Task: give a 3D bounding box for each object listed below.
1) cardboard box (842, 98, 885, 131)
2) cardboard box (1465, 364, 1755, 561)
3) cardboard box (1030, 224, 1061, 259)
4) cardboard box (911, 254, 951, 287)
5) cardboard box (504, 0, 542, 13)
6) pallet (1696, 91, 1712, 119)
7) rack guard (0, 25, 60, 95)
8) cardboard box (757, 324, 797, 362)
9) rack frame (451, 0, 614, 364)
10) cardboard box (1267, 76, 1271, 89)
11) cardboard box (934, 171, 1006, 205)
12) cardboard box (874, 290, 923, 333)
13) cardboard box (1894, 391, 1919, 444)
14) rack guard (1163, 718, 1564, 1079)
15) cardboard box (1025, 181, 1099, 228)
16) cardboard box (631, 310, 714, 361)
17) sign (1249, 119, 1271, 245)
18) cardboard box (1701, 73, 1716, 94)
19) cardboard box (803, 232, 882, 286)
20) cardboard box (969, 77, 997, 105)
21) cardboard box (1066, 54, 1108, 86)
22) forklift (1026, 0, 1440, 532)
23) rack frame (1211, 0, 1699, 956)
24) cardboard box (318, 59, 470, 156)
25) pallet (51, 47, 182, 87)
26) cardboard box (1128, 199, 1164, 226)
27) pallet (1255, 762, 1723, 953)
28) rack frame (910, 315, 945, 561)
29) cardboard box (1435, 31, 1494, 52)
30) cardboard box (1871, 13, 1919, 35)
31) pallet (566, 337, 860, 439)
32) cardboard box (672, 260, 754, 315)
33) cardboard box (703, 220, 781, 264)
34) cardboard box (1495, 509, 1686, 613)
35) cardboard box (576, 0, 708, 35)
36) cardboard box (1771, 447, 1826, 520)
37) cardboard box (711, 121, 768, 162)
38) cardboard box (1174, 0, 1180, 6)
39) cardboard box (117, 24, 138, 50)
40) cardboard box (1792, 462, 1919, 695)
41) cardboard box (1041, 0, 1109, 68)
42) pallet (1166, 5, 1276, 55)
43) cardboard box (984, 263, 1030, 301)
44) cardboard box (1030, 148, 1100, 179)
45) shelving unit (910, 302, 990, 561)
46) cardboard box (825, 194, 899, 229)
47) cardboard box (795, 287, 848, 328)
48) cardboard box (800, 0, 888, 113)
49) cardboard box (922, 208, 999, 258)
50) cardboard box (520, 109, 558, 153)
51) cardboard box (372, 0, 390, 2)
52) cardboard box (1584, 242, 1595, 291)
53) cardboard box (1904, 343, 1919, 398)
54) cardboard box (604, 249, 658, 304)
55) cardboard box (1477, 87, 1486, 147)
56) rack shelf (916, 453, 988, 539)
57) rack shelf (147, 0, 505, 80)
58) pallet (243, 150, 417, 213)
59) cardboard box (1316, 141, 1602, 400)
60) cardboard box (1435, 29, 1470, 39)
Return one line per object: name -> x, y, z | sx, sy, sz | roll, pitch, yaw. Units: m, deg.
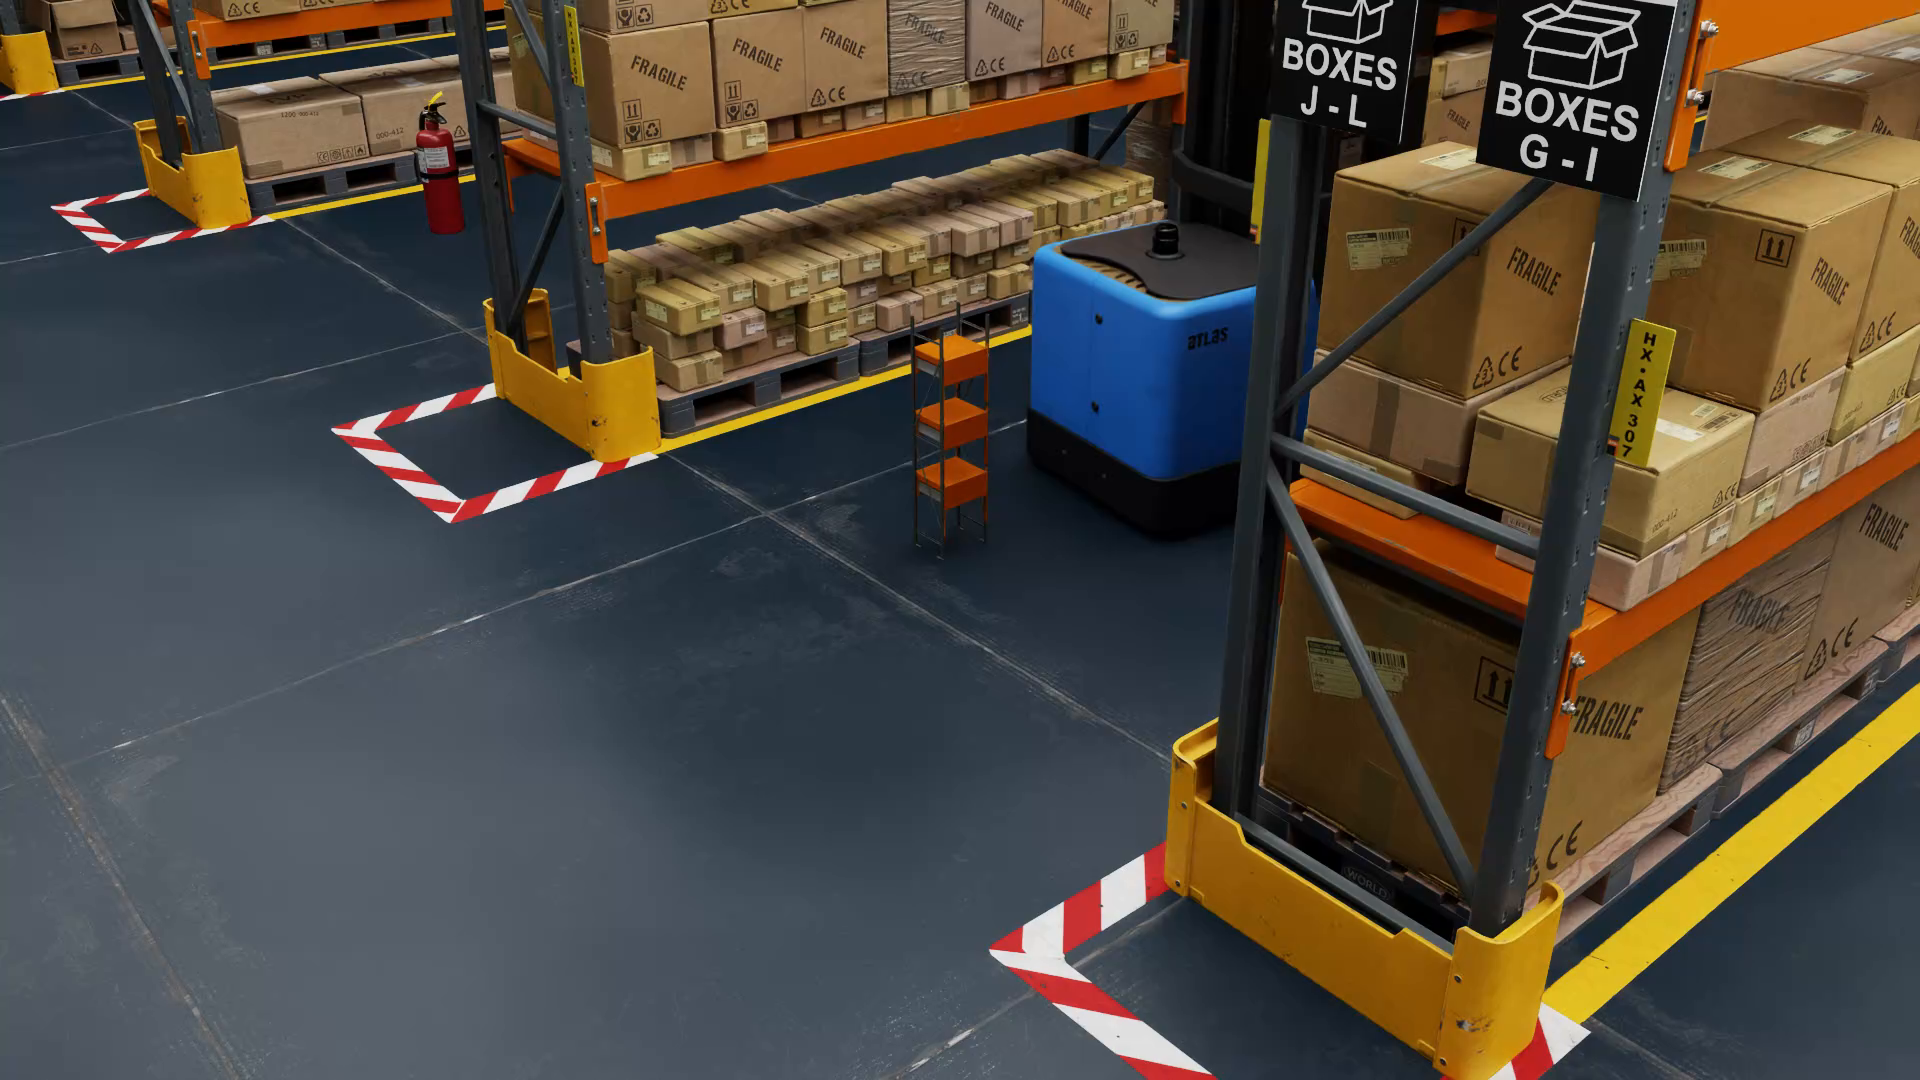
cardboard box -> -0.596, -2.210, 8.469 | 0.250, 0.149, 0.380 | -23, 36, -36
cardboard box -> 1.684, -0.221, 4.325 | 0.500, 0.250, 0.500 | -23, 36, -36
cardboard box -> 0.367, -1.771, 9.645 | 0.250, 0.149, 0.380 | -22, 35, -34
cardboard box -> -0.262, -1.545, 9.221 | 0.250, 0.149, 0.380 | -20, 34, -33
cardboard box -> -1.812, -2.761, 7.751 | 0.500, 0.500, 0.500 | -23, 36, -36
pallet -> 5.664, -3.718, 13.984 | 1.213, 0.211, 1.003 | -22, 35, -35
rack guard -> -8.455, -4.359, 14.876 | 0.348, 0.500, 1.175 | -22, 35, -35
cardboard box -> -1.061, -1.077, 8.661 | 0.250, 0.149, 0.380 | -21, 35, -34
rack frame -> -1.998, -1.915, 7.652 | 0.127, 3.000, 1.000 | -22, 35, -35
cardboard box -> 2.182, -2.848, 10.807 | 0.500, 0.250, 0.500 | -21, 34, -34
cardboard box -> 0.056, -2.052, 9.856 | 0.250, 0.149, 0.380 | -23, 36, -36
cardboard box -> -0.418, -1.273, 9.028 | 0.250, 0.149, 0.380 | -24, 36, -37
cardboard box -> 2.798, -0.457, 5.188 | 0.250, 0.149, 0.380 | -23, 36, -36
rack guard -> 1.126, 1.004, 4.841 | 0.348, 0.500, 1.175 | -22, 35, -35
cardboard box -> 0.590, -1.956, 9.676 | 0.250, 0.149, 0.380 | -22, 35, -35
cardboard box -> -1.433, -1.043, 8.282 | 0.250, 0.149, 0.380 | -20, 34, -33
sign -> 0.802, -0.920, 4.309 | 0.005, 0.325, 0.100 | -22, 35, -35
cardboard box -> 5.981, -4.264, 13.987 | 0.750, 0.750, 1.050 | -22, 35, -35
cardboard box -> -0.621, -1.490, 8.803 | 0.250, 0.149, 0.380 | -20, 34, -33
cardboard box -> -0.016, -2.456, 8.930 | 0.250, 0.149, 0.380 | -23, 35, -36
cardboard box -> 0.612, -2.679, 9.347 | 0.250, 0.149, 0.380 | -20, 34, -33
forklift -> 1.833, -1.842, 7.587 | 3.031, 2.935, 1.130 | -17, 32, -28
rack frame -> 1.144, -0.106, 4.266 | 0.127, 3.000, 1.000 | -22, 35, -35
cardboard box -> -4.160, -3.235, 12.394 | 0.875, 0.438, 0.875 | -21, 34, -34
pallet -> -7.849, -4.476, 15.401 | 1.213, 0.211, 1.003 | -22, 35, -35
cardboard box -> 1.011, -1.988, 10.051 | 0.250, 0.149, 0.380 | -21, 35, -34
pallet -> 1.702, 0.851, 5.434 | 1.213, 0.211, 1.003 | -22, 35, -35
rack frame -> -0.134, -0.409, 6.902 | 0.008, 1.050, 0.200 | -22, 35, -35
cardboard box -> 3.738, -3.473, 11.977 | 0.500, 0.250, 0.500 | -23, 36, -36
cardboard box -> 3.657, -1.671, 6.242 | 0.500, 0.500, 0.500 | -22, 35, -35
pallet -> -1.299, -0.945, 8.794 | 1.213, 0.211, 1.003 | -22, 35, -35
cardboard box -> -1.248, -1.272, 8.395 | 0.250, 0.149, 0.380 | -21, 35, -34
cardboard box -> -1.179, -1.596, 9.002 | 0.250, 0.149, 0.380 | -24, 36, -37
cardboard box -> 1.628, 0.014, 4.307 | 0.250, 0.149, 0.380 | -21, 35, -34
cardboard box -> -1.484, -2.574, 7.401 | 0.500, 0.500, 0.500 | -22, 35, -35
cardboard box -> 2.215, -0.223, 4.752 | 0.250, 0.149, 0.380 | -23, 35, -36
cardboard box -> -1.133, -1.942, 7.968 | 0.250, 0.149, 0.380 | -23, 36, -36
cardboard box -> 1.218, -3.406, 10.262 | 0.250, 0.149, 0.380 | -23, 36, -36
cardboard box -> -7.637, -4.635, 15.320 | 0.250, 0.149, 0.380 | -24, 36, -37
cardboard box -> 2.948, -0.129, 6.118 | 0.875, 0.875, 0.875 | -22, 35, -35
cardboard box -> 0.464, -2.907, 9.085 | 0.500, 0.500, 0.500 | -23, 36, -36
pallet -> 1.721, -3.236, 10.327 | 1.213, 0.211, 1.003 | -22, 35, -35
cardboard box -> 0.180, -1.508, 9.469 | 0.250, 0.149, 0.380 | -22, 35, -35
cardboard box -> 0.648, -2.298, 10.316 | 0.250, 0.149, 0.380 | -20, 34, -33
shelving unit -> -0.041, -0.447, 6.972 | 0.252, 1.050, 0.215 | -22, 35, -35
cardboard box -> -0.557, -1.829, 9.439 | 0.250, 0.149, 0.380 | -22, 35, -35
cardboard box -> -0.794, -1.252, 8.675 | 0.250, 0.149, 0.380 | -21, 34, -33
cardboard box -> -0.706, -2.447, 8.225 | 0.500, 0.500, 0.500 | -21, 35, -34
cardboard box -> -0.002, -1.702, 9.200 | 0.250, 0.149, 0.380 | -23, 36, -37
cardboard box -> -1.934, -2.006, 8.087 | 0.250, 0.149, 0.380 | -22, 35, -35
cardboard box -> -3.971, -4.061, 11.561 | 0.500, 0.500, 0.500 | -22, 35, -35
cardboard box -> 2.114, -0.725, 5.268 | 0.500, 0.250, 0.500 | -23, 36, -37
cardboard box -> 2.854, -0.696, 5.214 | 0.500, 0.250, 0.500 | -23, 36, -36
cardboard box -> -1.760, -1.359, 8.558 | 0.250, 0.149, 0.380 | -21, 35, -34
cardboard box -> 3.757, -3.150, 12.169 | 0.500, 0.500, 0.500 | -22, 35, -35
rack shelf -> -0.041, -0.192, 7.108 | 0.240, 0.259, 0.215 | -22, 35, -35
rack shelf -> -3.766, -3.954, 12.230 | 4.000, 0.370, 1.077 | -22, 35, -35
pallet -> -4.730, -2.702, 12.083 | 1.213, 0.211, 1.003 | -22, 35, -35
cardboard box -> 1.344, -0.745, 4.510 | 0.500, 0.500, 0.500 | -21, 35, -34
cardboard box -> 3.406, -3.652, 12.312 | 0.500, 0.250, 0.500 | -24, 36, -37
